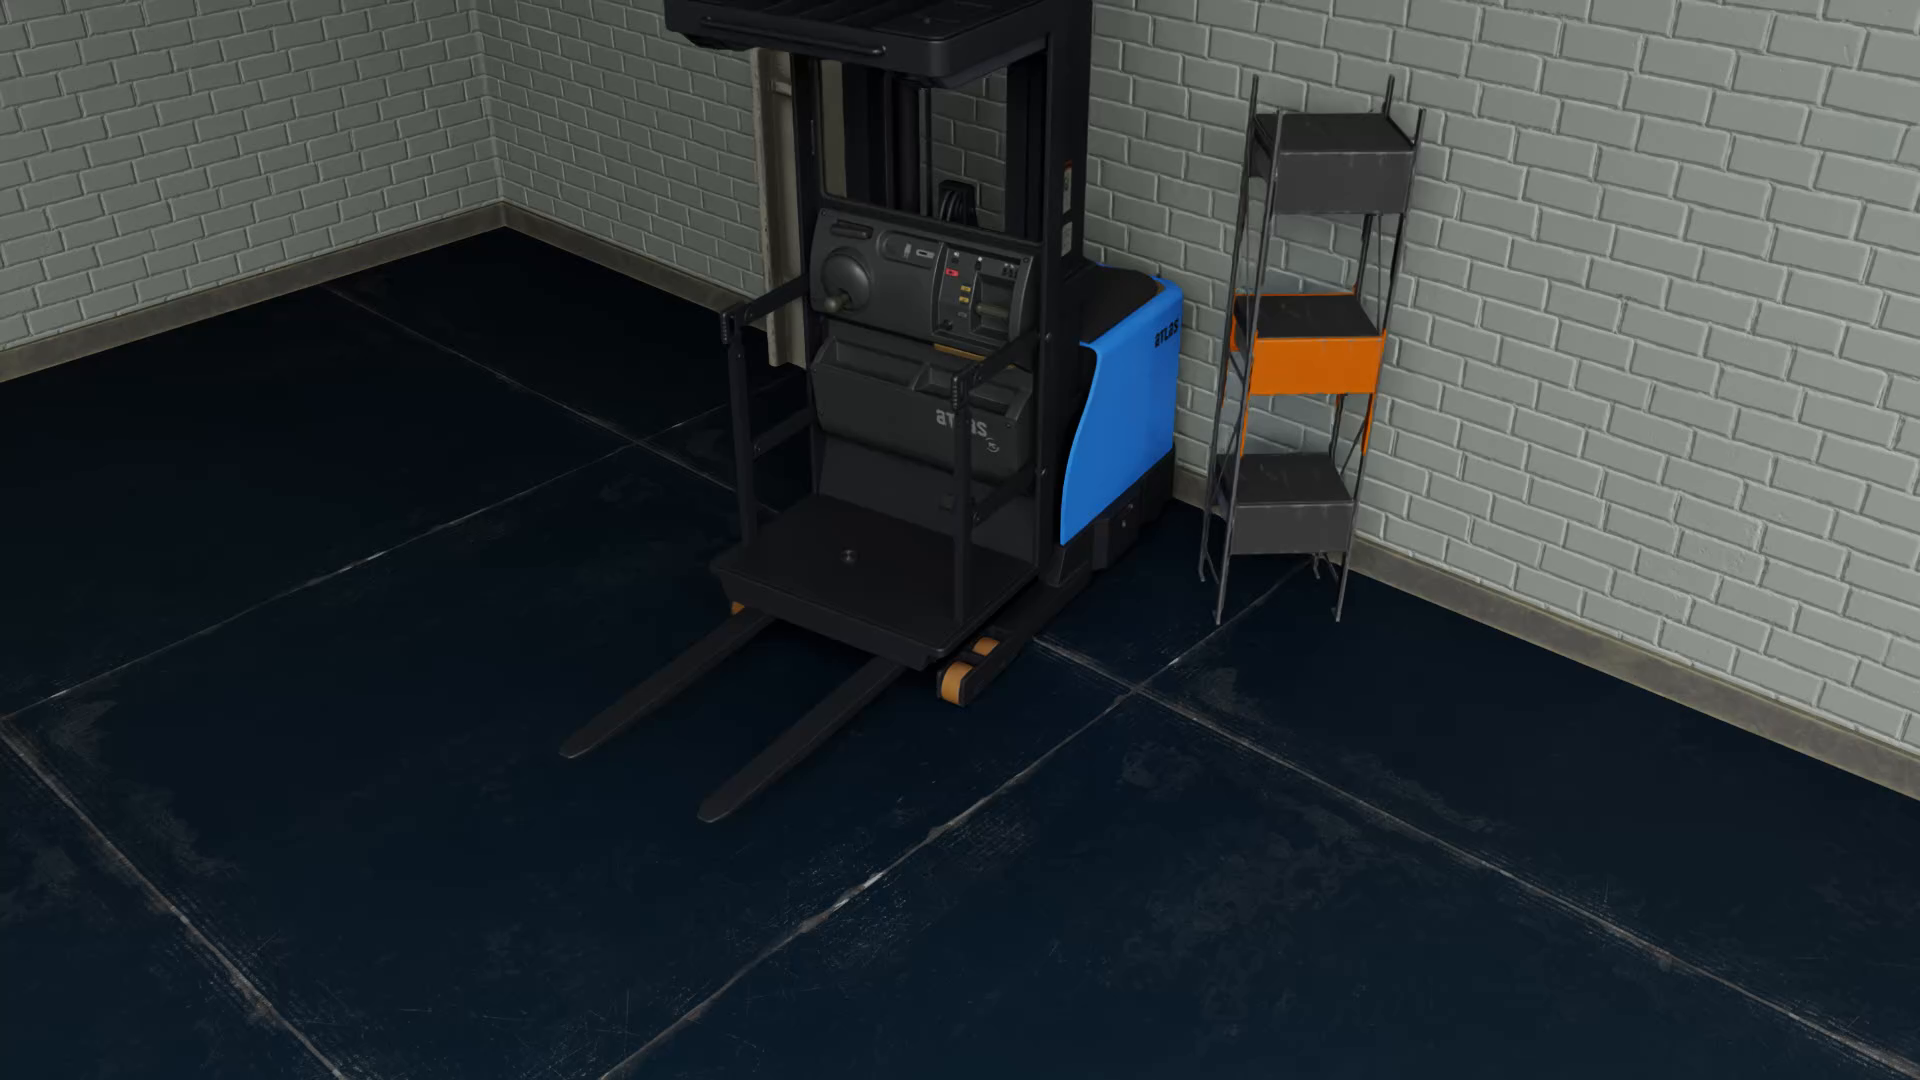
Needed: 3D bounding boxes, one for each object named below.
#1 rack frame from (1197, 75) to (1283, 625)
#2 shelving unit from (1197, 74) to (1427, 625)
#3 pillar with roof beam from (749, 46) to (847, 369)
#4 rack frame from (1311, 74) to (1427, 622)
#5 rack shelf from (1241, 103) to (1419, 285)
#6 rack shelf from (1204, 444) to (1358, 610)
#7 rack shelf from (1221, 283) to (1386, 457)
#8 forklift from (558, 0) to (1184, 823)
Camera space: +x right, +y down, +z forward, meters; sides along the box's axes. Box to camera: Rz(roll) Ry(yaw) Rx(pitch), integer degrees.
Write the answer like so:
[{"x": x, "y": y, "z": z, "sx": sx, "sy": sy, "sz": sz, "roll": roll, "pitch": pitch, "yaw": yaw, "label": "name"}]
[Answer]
[{"x": 1.038, "y": -0.650, "z": 6.267, "sx": 0.015, "sy": 2.100, "sz": 0.400, "roll": -1, "pitch": 33, "yaw": -4, "label": "rack frame"}, {"x": 1.281, "y": -0.656, "z": 6.283, "sx": 0.503, "sy": 2.100, "sz": 0.431, "roll": -1, "pitch": 33, "yaw": -4, "label": "shelving unit"}, {"x": -3.653, "y": -3.132, "z": 3.727, "sx": 0.400, "sy": 9.000, "sz": 9.100, "roll": 25, "pitch": 39, "yaw": 35, "label": "pillar with roof beam"}, {"x": 1.524, "y": -0.661, "z": 6.299, "sx": 0.015, "sy": 2.100, "sz": 0.400, "roll": -1, "pitch": 33, "yaw": -4, "label": "rack frame"}, {"x": 1.293, "y": -1.233, "z": 5.913, "sx": 0.480, "sy": 0.518, "sz": 0.431, "roll": -1, "pitch": 33, "yaw": -4, "label": "rack shelf"}, {"x": 1.269, "y": -0.055, "z": 6.668, "sx": 0.480, "sy": 0.518, "sz": 0.431, "roll": -1, "pitch": 33, "yaw": -4, "label": "rack shelf"}, {"x": 1.281, "y": -0.644, "z": 6.290, "sx": 0.480, "sy": 0.518, "sz": 0.431, "roll": -1, "pitch": 33, "yaw": -4, "label": "rack shelf"}, {"x": -0.265, "y": -0.911, "z": 5.922, "sx": 1.130, "sy": 2.935, "sz": 3.031, "roll": 18, "pitch": 36, "yaw": 27, "label": "forklift"}]
